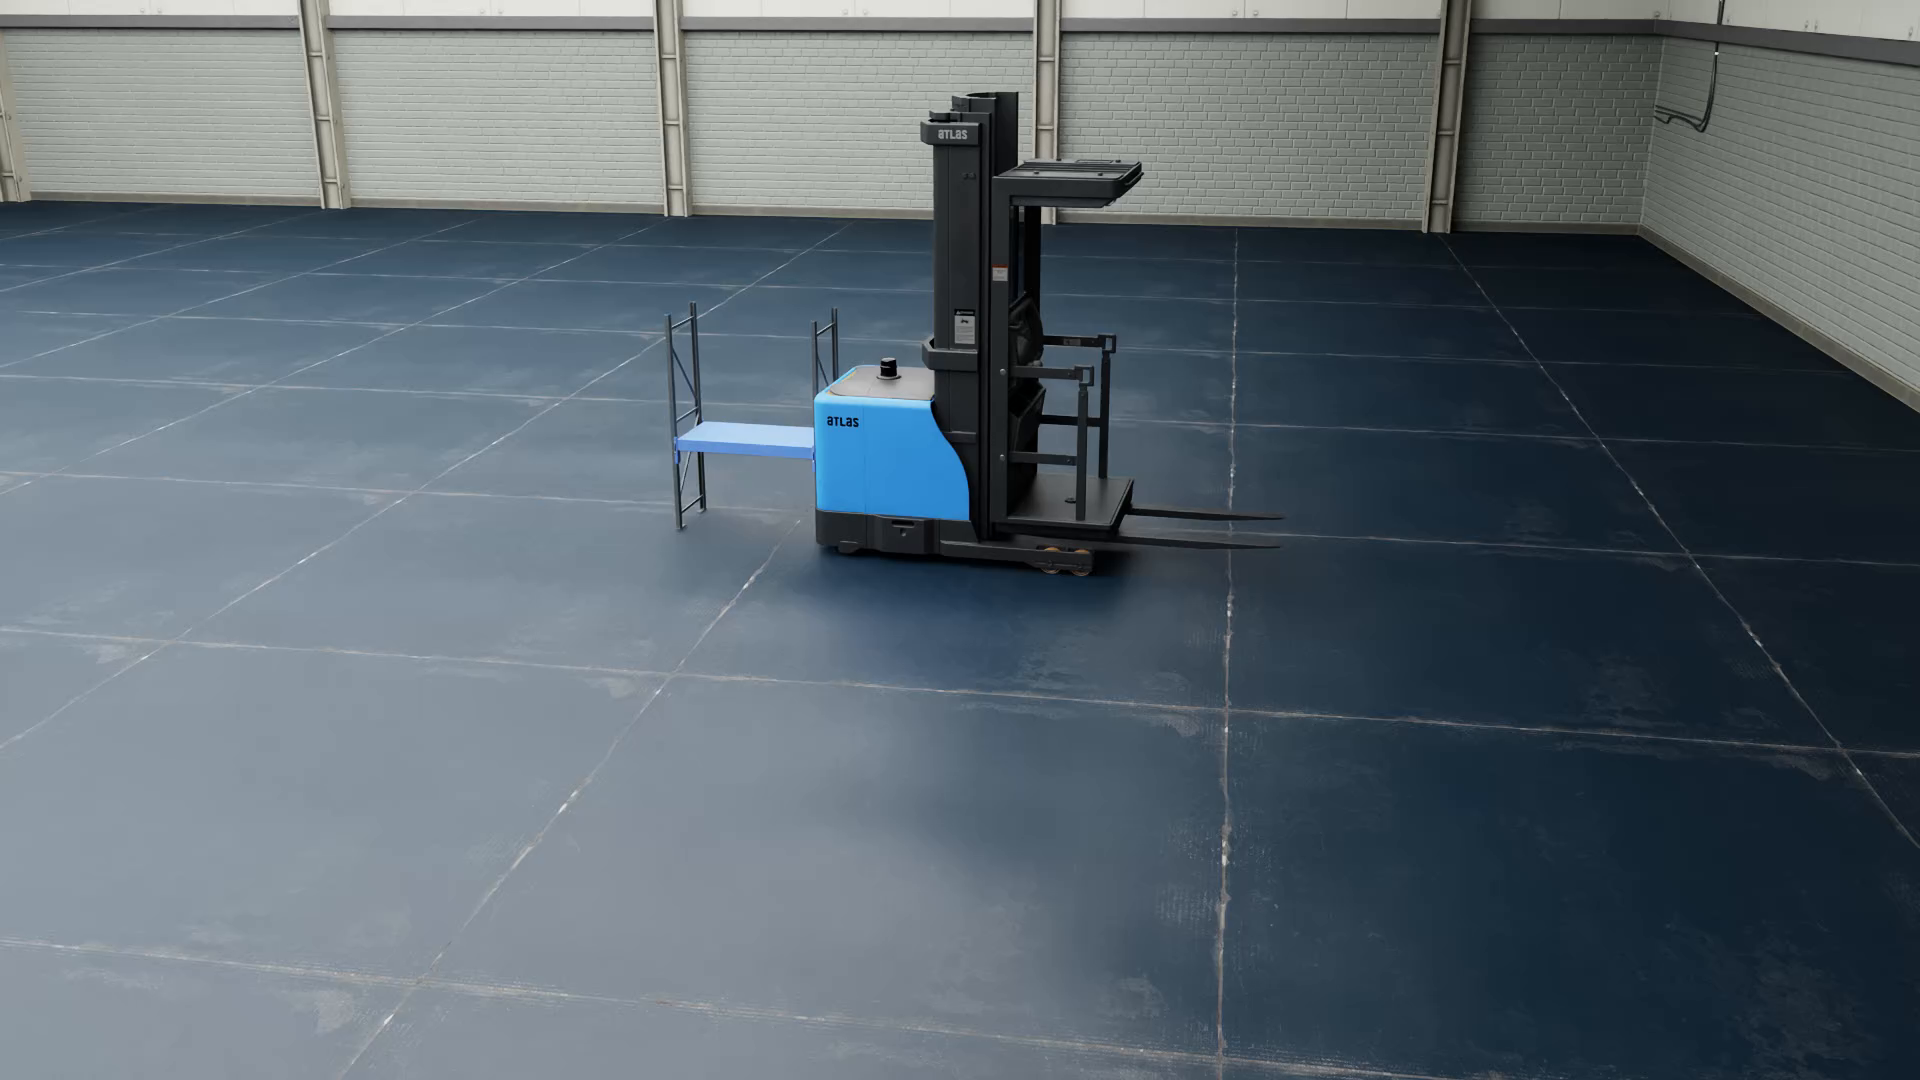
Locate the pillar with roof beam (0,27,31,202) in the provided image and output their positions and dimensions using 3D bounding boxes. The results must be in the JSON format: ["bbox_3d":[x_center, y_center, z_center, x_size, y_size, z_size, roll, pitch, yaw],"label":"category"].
[{"bbox_3d":[-17.123,-8.830,23.512,0.400,9.000,9.100,3,19,9],"label":"pillar with roof beam"}]

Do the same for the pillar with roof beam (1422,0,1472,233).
[{"bbox_3d":[6.573,-7.623,19.902,0.400,9.000,9.100,3,19,9],"label":"pillar with roof beam"}]

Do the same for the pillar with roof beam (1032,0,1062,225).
[{"bbox_3d":[0.649,-7.924,20.805,0.400,9.000,9.100,3,19,9],"label":"pillar with roof beam"}]

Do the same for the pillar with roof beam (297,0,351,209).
[{"bbox_3d":[-11.199,-8.528,22.610,0.400,9.000,9.100,3,19,9],"label":"pillar with roof beam"}]

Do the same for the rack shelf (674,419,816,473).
[{"bbox_3d":[-1.401,-0.653,11.459,1.000,0.185,0.538,4,19,12],"label":"rack shelf"}]

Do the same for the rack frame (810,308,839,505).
[{"bbox_3d":[-0.905,-0.788,11.295,0.032,1.500,0.500,4,19,12],"label":"rack frame"}]

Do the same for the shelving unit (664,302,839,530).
[{"bbox_3d":[-1.400,-0.824,11.402,1.048,1.500,0.538,4,19,12],"label":"shelving unit"}]

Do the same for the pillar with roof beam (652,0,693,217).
[{"bbox_3d":[-5.275,-8.226,21.707,0.400,9.000,9.100,3,19,9],"label":"pillar with roof beam"}]

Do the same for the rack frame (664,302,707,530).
[{"bbox_3d":[-1.896,-0.860,11.509,0.032,1.500,0.500,4,19,12],"label":"rack frame"}]

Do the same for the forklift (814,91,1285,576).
[{"bbox_3d":[0.615,-1.345,10.704,3.031,2.935,1.130,4,19,12],"label":"forklift"}]
